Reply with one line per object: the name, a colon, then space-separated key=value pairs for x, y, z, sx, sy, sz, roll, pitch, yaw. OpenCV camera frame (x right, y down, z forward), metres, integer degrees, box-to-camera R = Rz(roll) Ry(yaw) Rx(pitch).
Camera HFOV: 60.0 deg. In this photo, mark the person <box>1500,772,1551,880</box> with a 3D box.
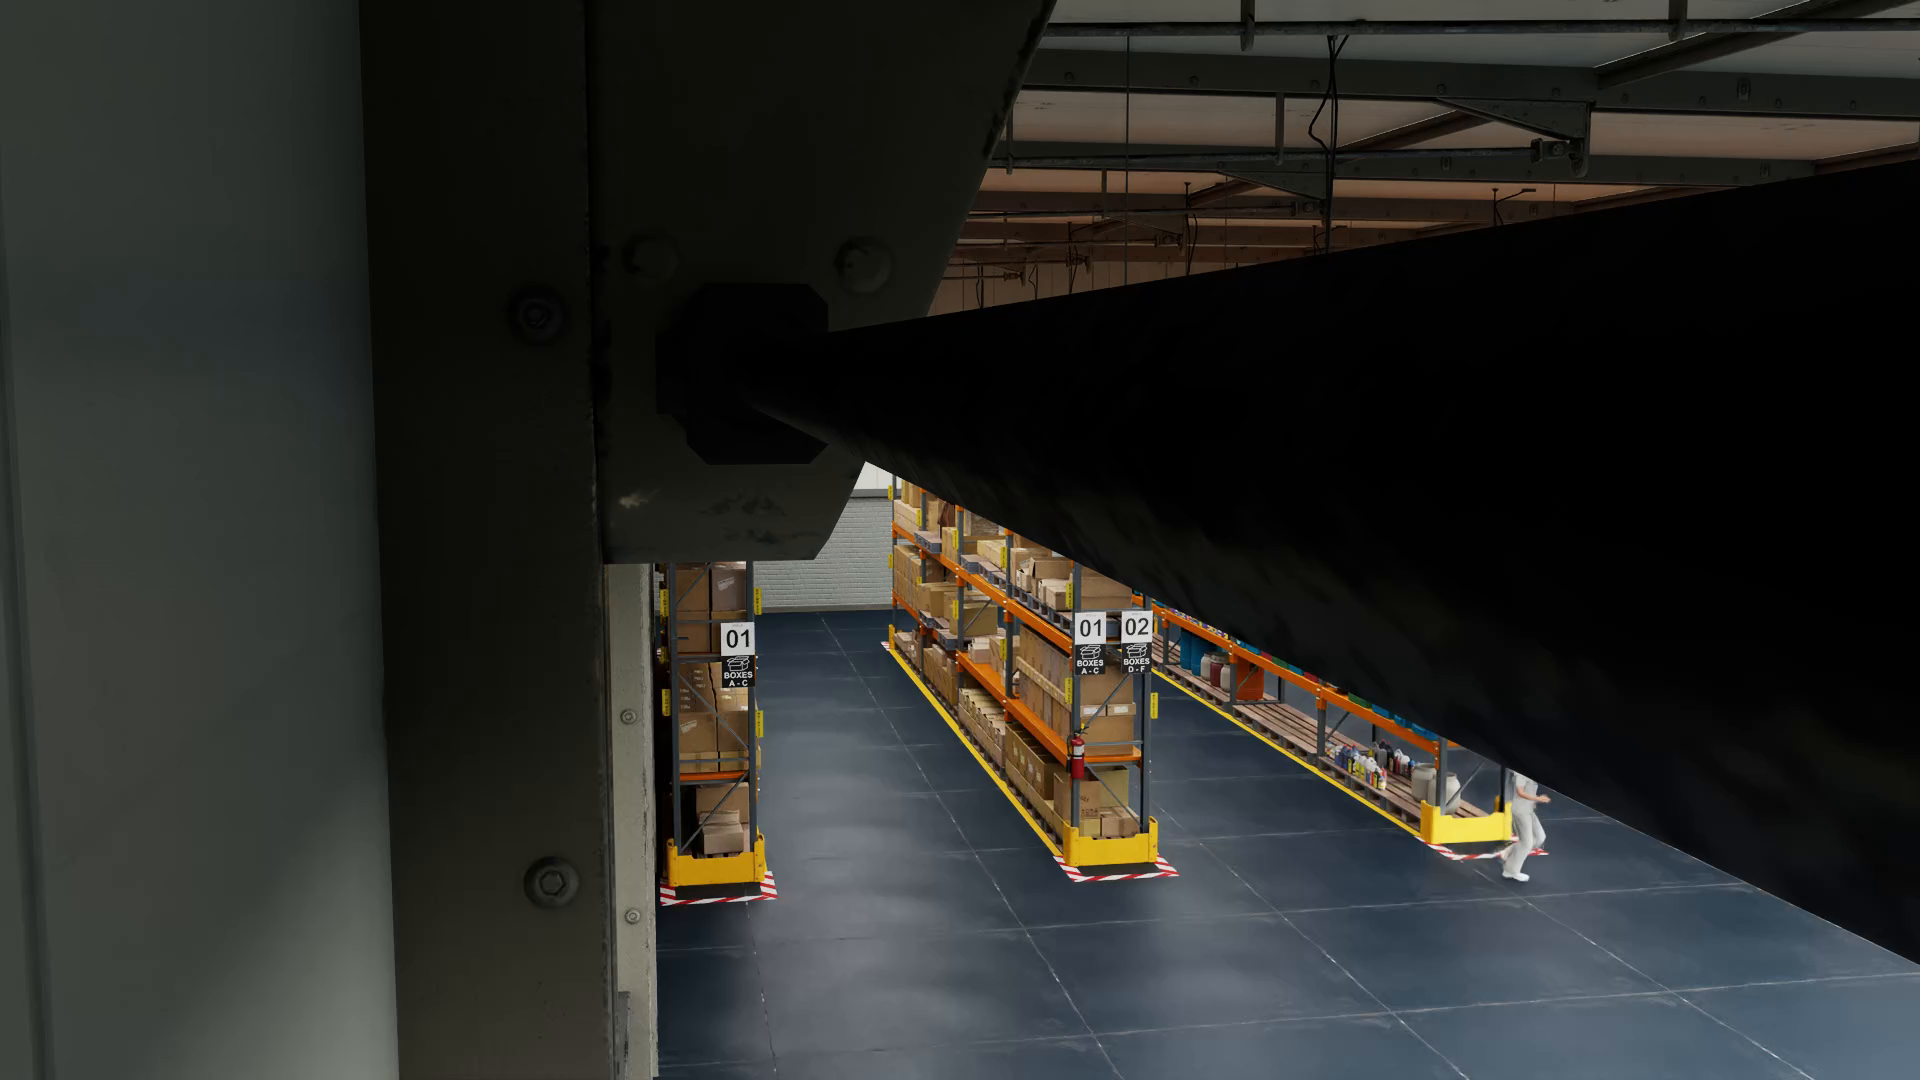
person: x=6.944 y=3.329 z=20.370 sx=0.581 sy=1.621 sz=0.582 roll=3 pitch=7 yaw=25
